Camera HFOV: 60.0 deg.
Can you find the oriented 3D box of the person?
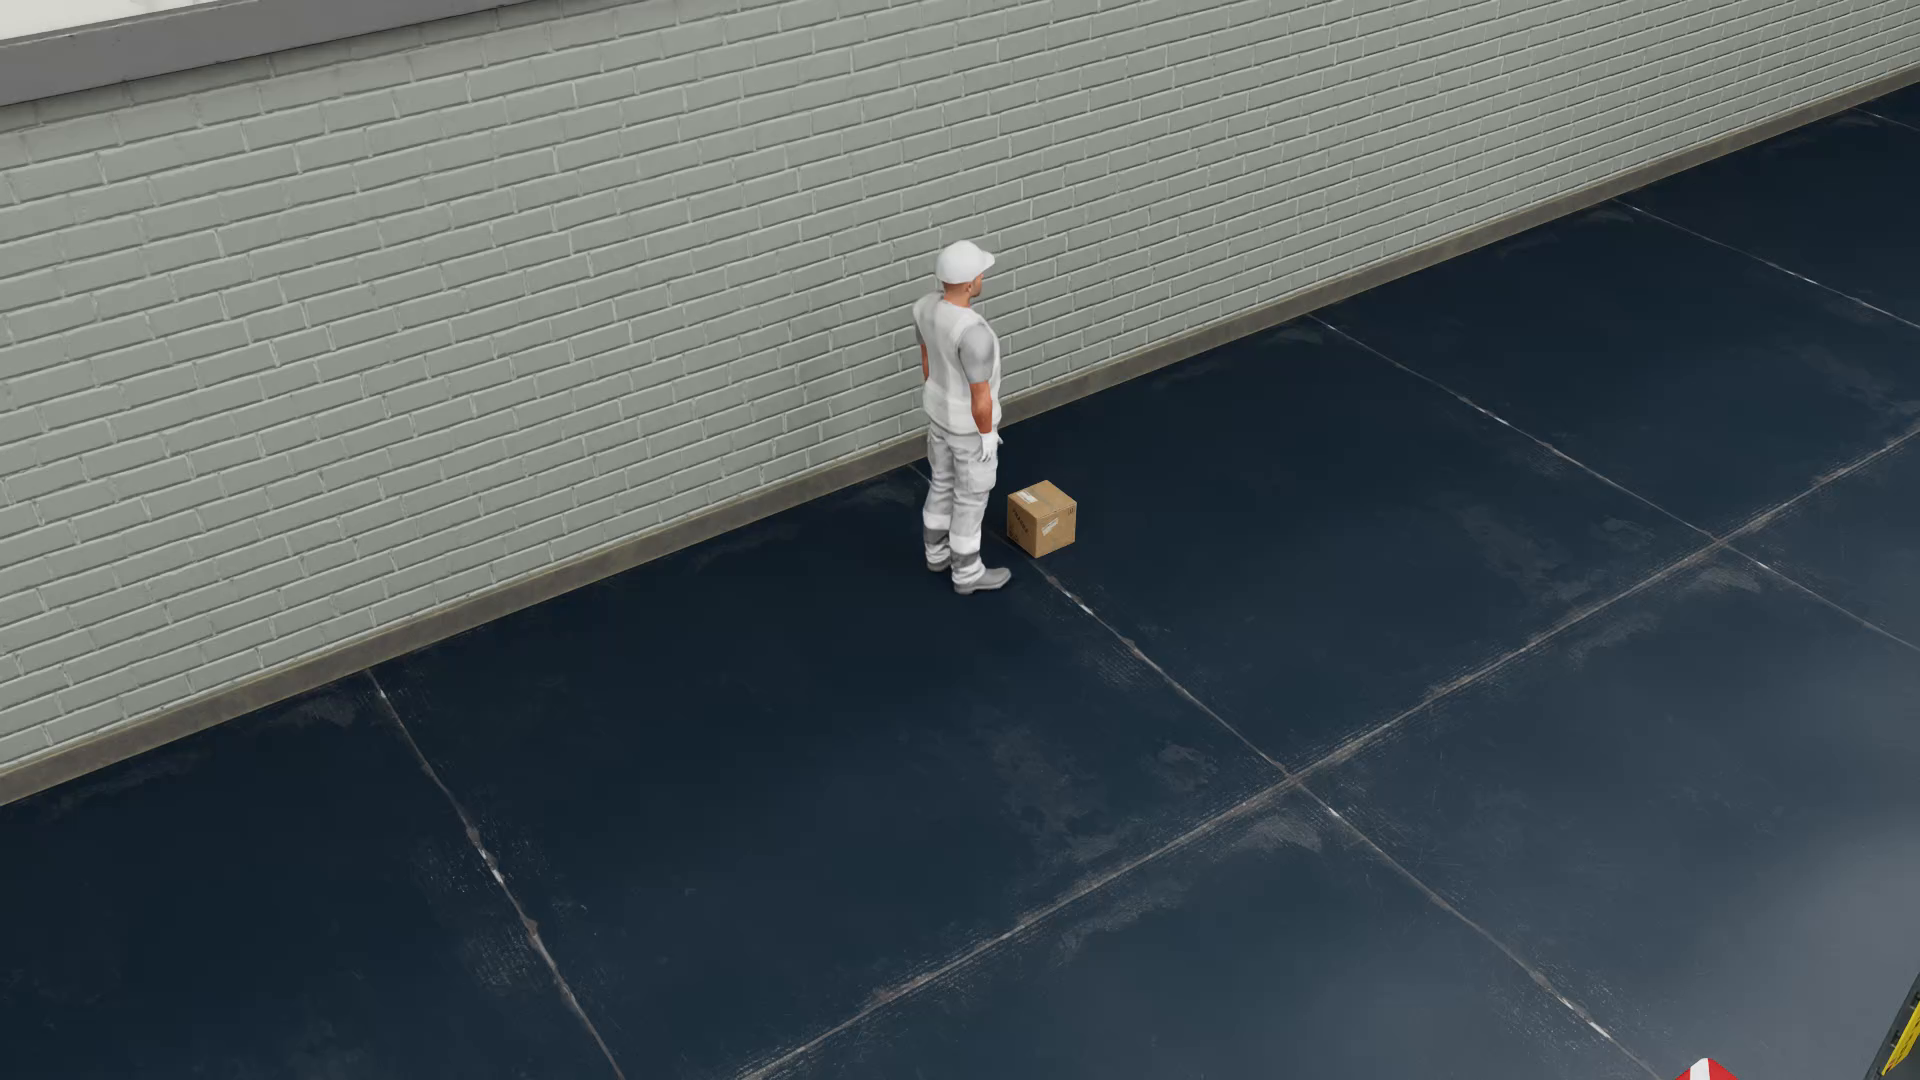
[{"bbox_3d":[0.007,-0.575,7.766,0.332,1.790,0.529,-21,41,-26],"label":"person"}]
